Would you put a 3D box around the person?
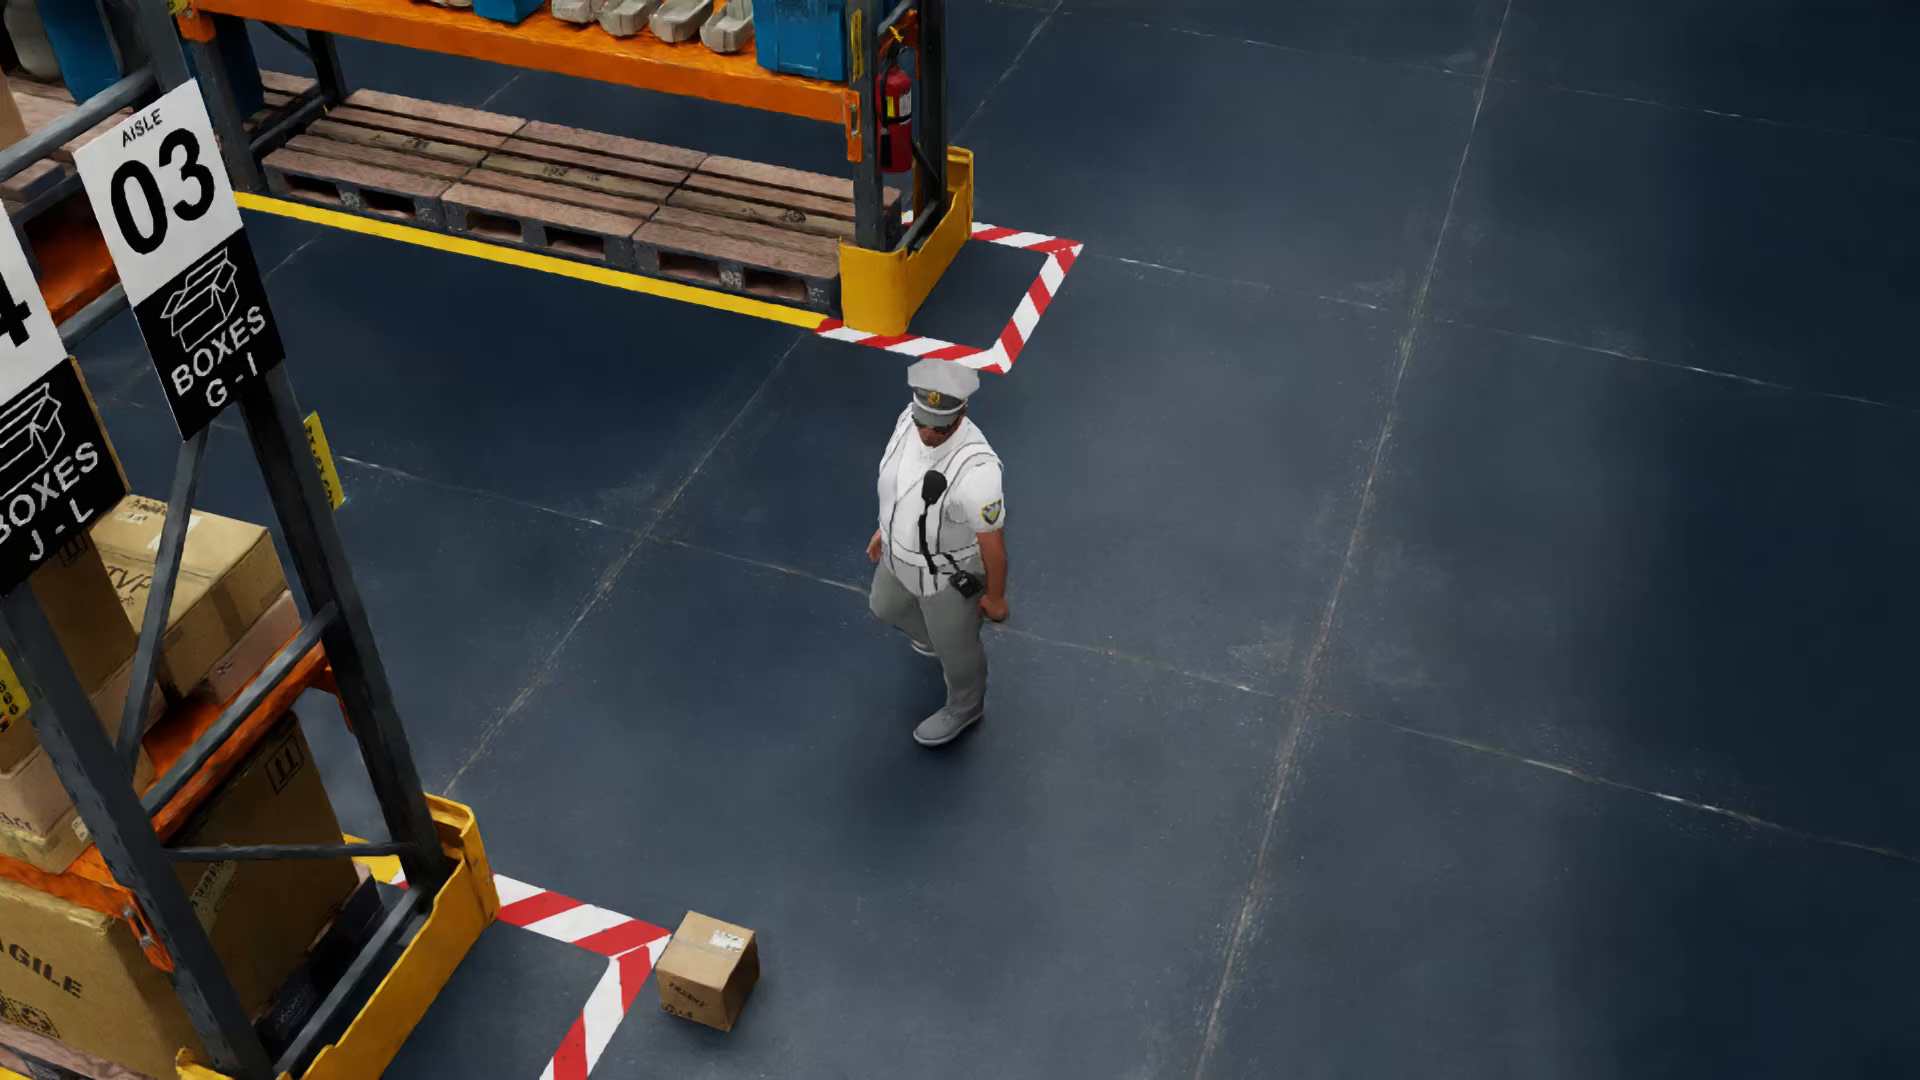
[{"bbox_3d":[-0.080,0.022,6.105,0.498,1.739,0.721,-23,46,-24],"label":"person"}]
